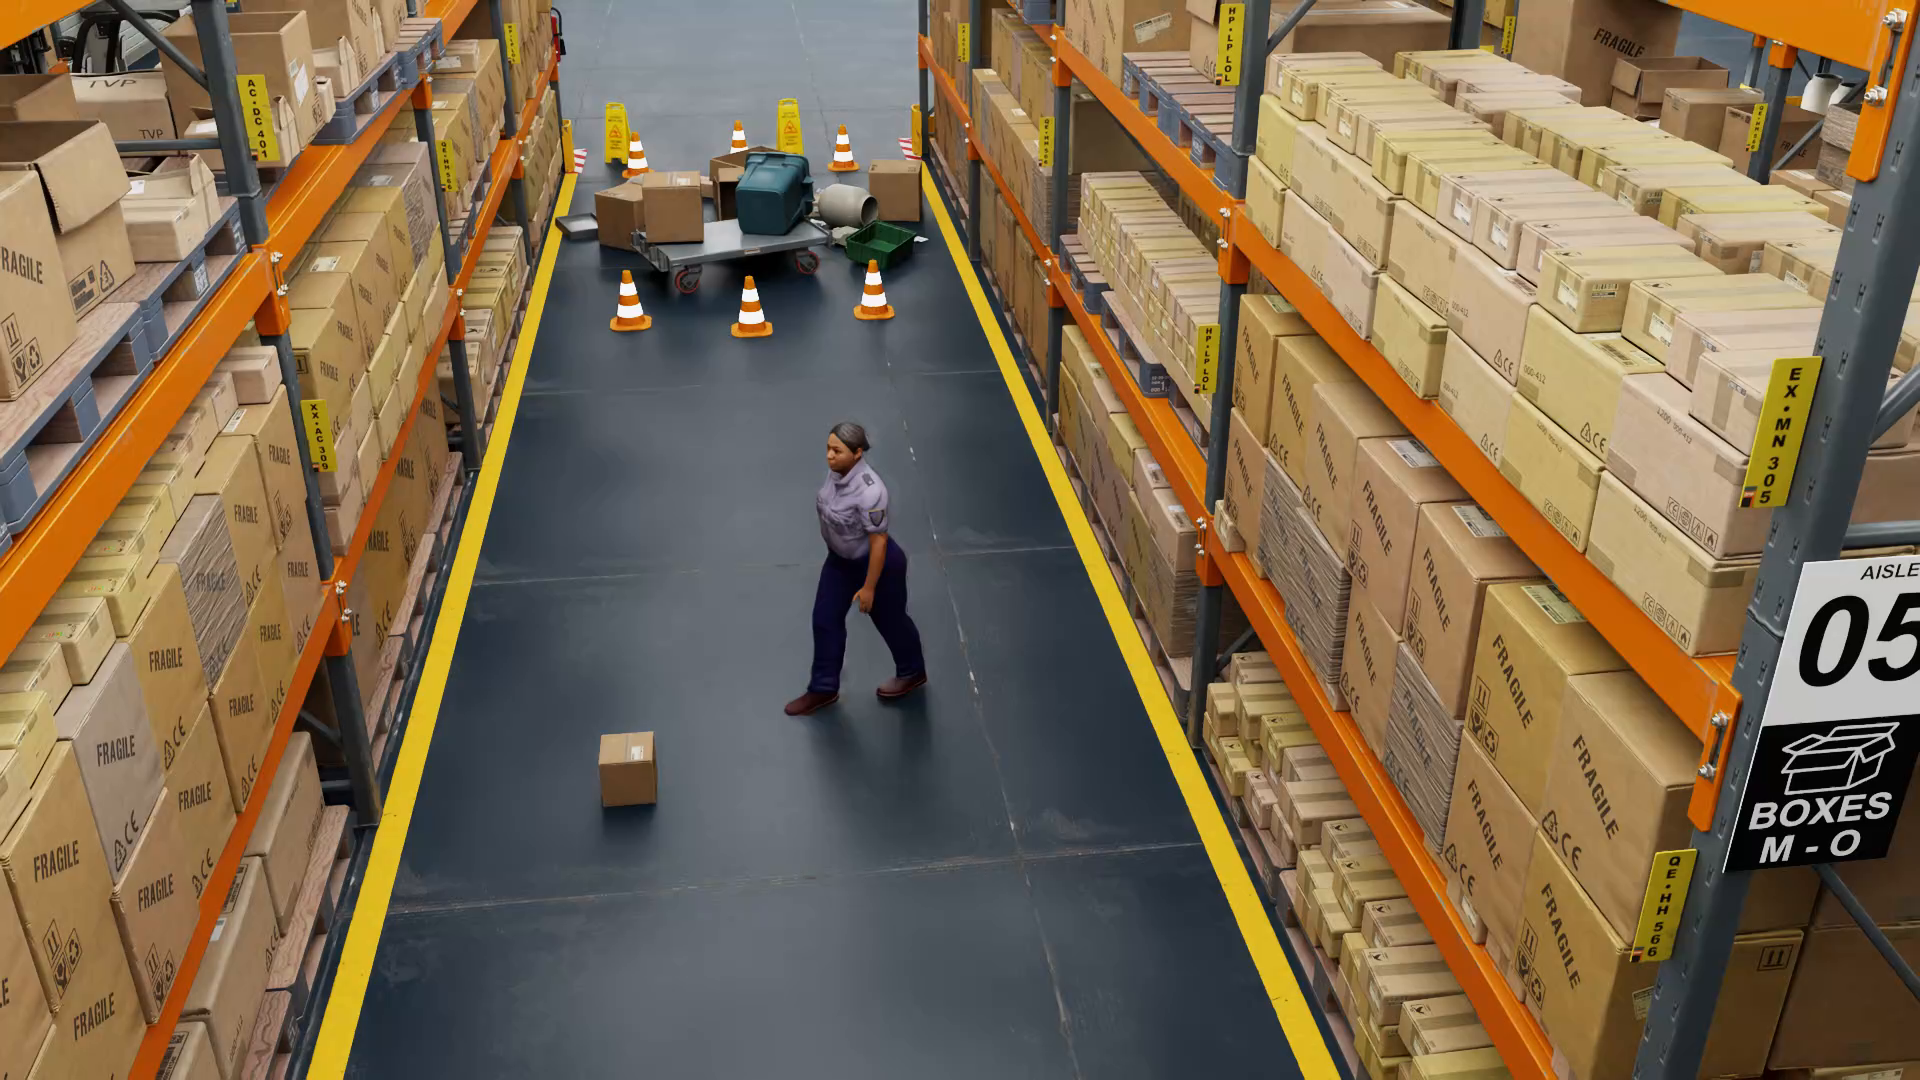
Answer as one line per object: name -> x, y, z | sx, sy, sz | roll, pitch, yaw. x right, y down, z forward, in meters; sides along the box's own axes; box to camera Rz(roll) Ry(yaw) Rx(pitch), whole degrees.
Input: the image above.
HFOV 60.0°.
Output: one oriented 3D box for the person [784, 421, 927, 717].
person -> -0.499, 0.152, 8.364 | 0.754, 1.654, 0.505 | -19, 33, -32
